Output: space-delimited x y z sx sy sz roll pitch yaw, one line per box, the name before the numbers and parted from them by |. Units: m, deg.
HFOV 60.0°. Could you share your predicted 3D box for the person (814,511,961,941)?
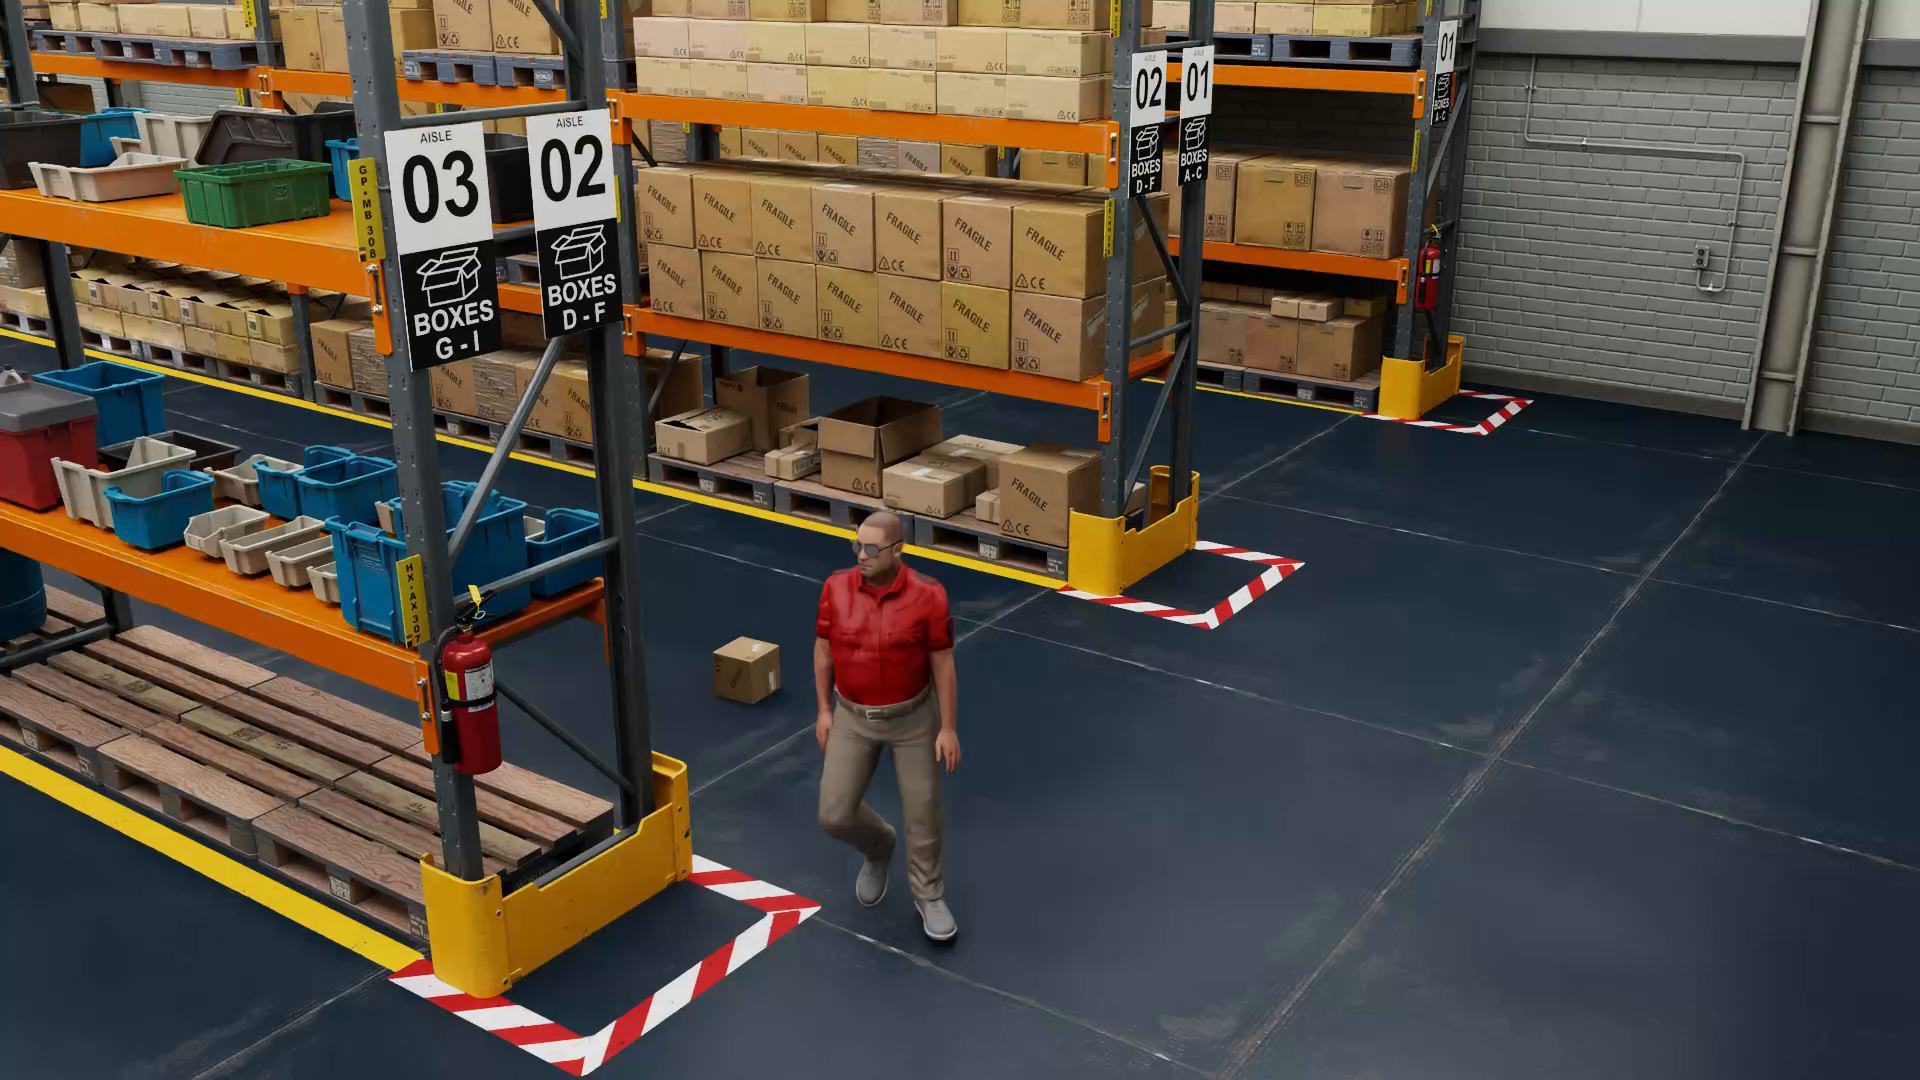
person | -0.281 0.711 6.549 0.590 1.731 0.490 1 20 4
